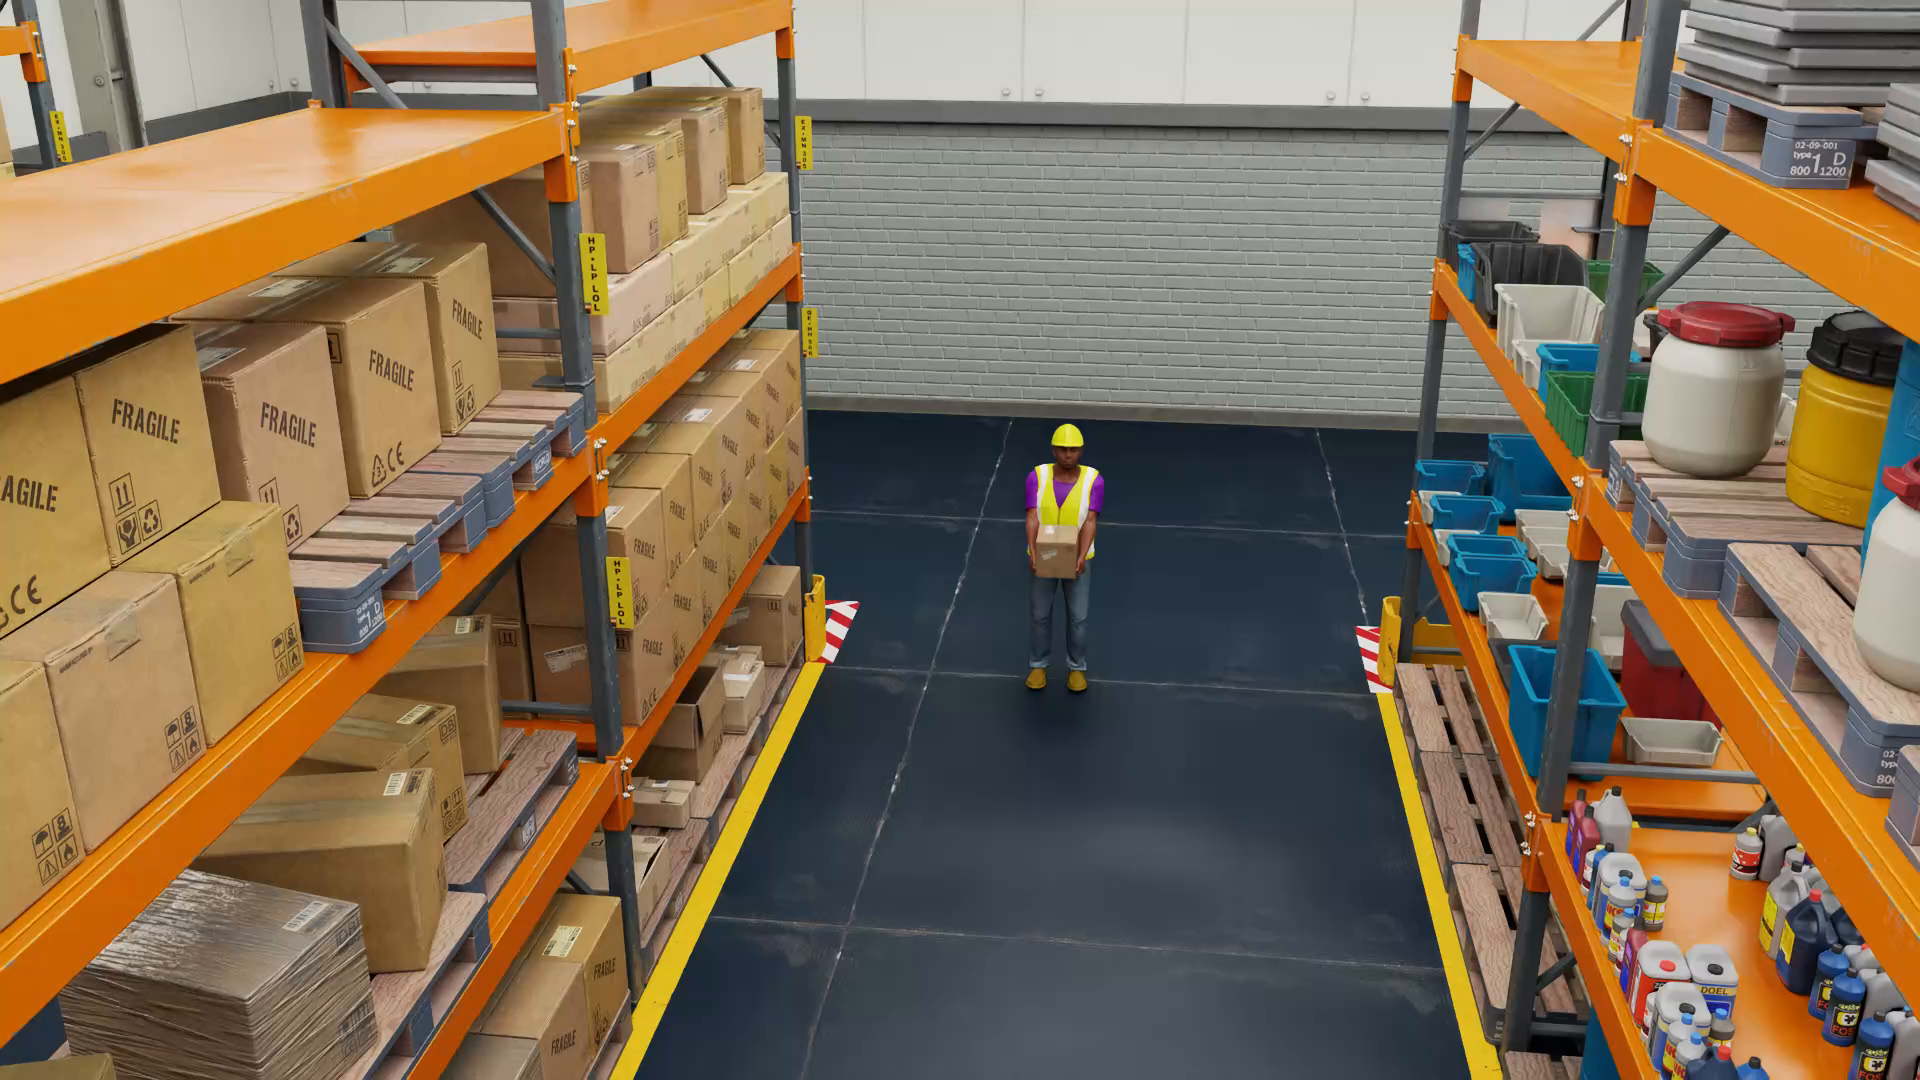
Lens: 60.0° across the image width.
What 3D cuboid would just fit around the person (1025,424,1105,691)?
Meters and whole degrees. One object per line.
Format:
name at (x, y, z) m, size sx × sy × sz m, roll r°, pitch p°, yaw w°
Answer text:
person at (0.652, 0.150, 10.667) m, size 0.503 × 1.760 × 0.585 m, roll 3°, pitch 21°, yaw 7°
